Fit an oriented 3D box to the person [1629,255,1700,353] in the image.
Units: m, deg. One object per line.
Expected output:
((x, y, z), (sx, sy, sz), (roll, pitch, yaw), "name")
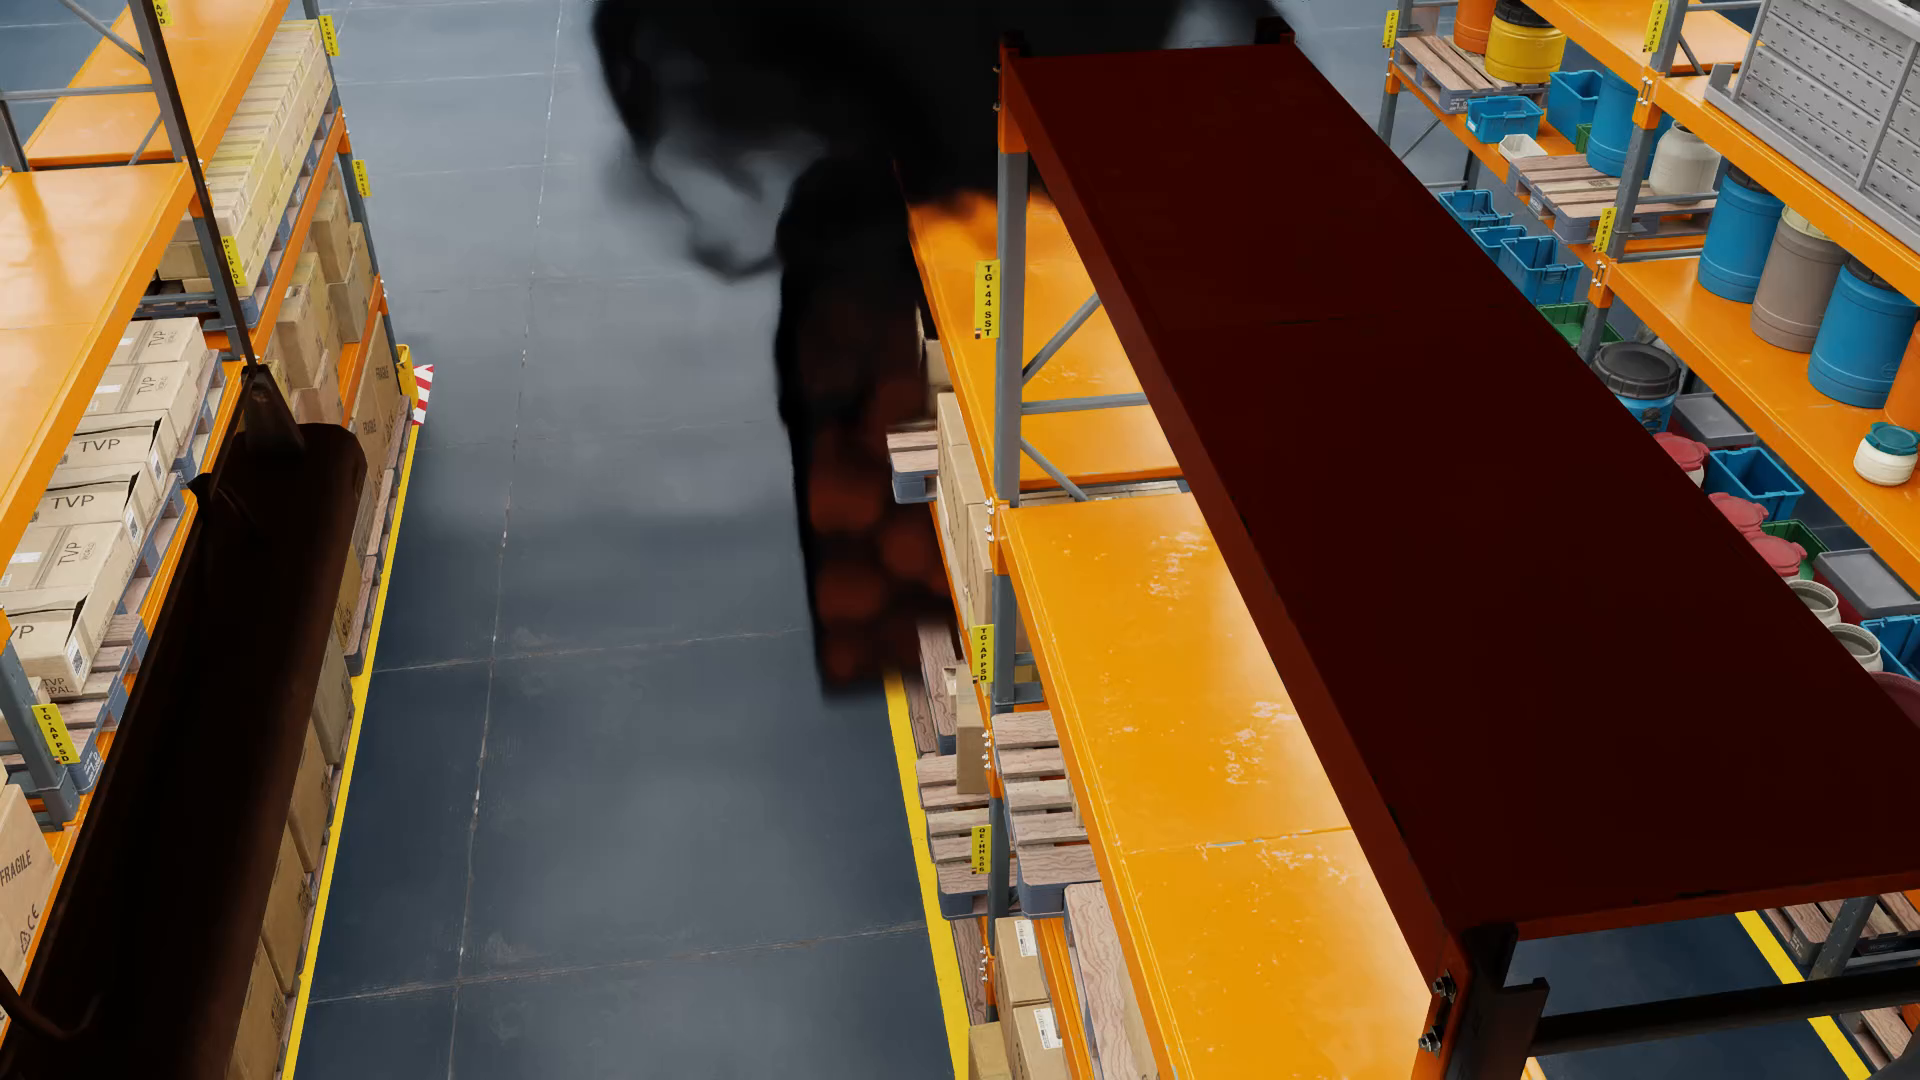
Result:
((6.343, -2.267, 15.000), (0.692, 1.781, 0.922), (-11, 38, -15), "person")
